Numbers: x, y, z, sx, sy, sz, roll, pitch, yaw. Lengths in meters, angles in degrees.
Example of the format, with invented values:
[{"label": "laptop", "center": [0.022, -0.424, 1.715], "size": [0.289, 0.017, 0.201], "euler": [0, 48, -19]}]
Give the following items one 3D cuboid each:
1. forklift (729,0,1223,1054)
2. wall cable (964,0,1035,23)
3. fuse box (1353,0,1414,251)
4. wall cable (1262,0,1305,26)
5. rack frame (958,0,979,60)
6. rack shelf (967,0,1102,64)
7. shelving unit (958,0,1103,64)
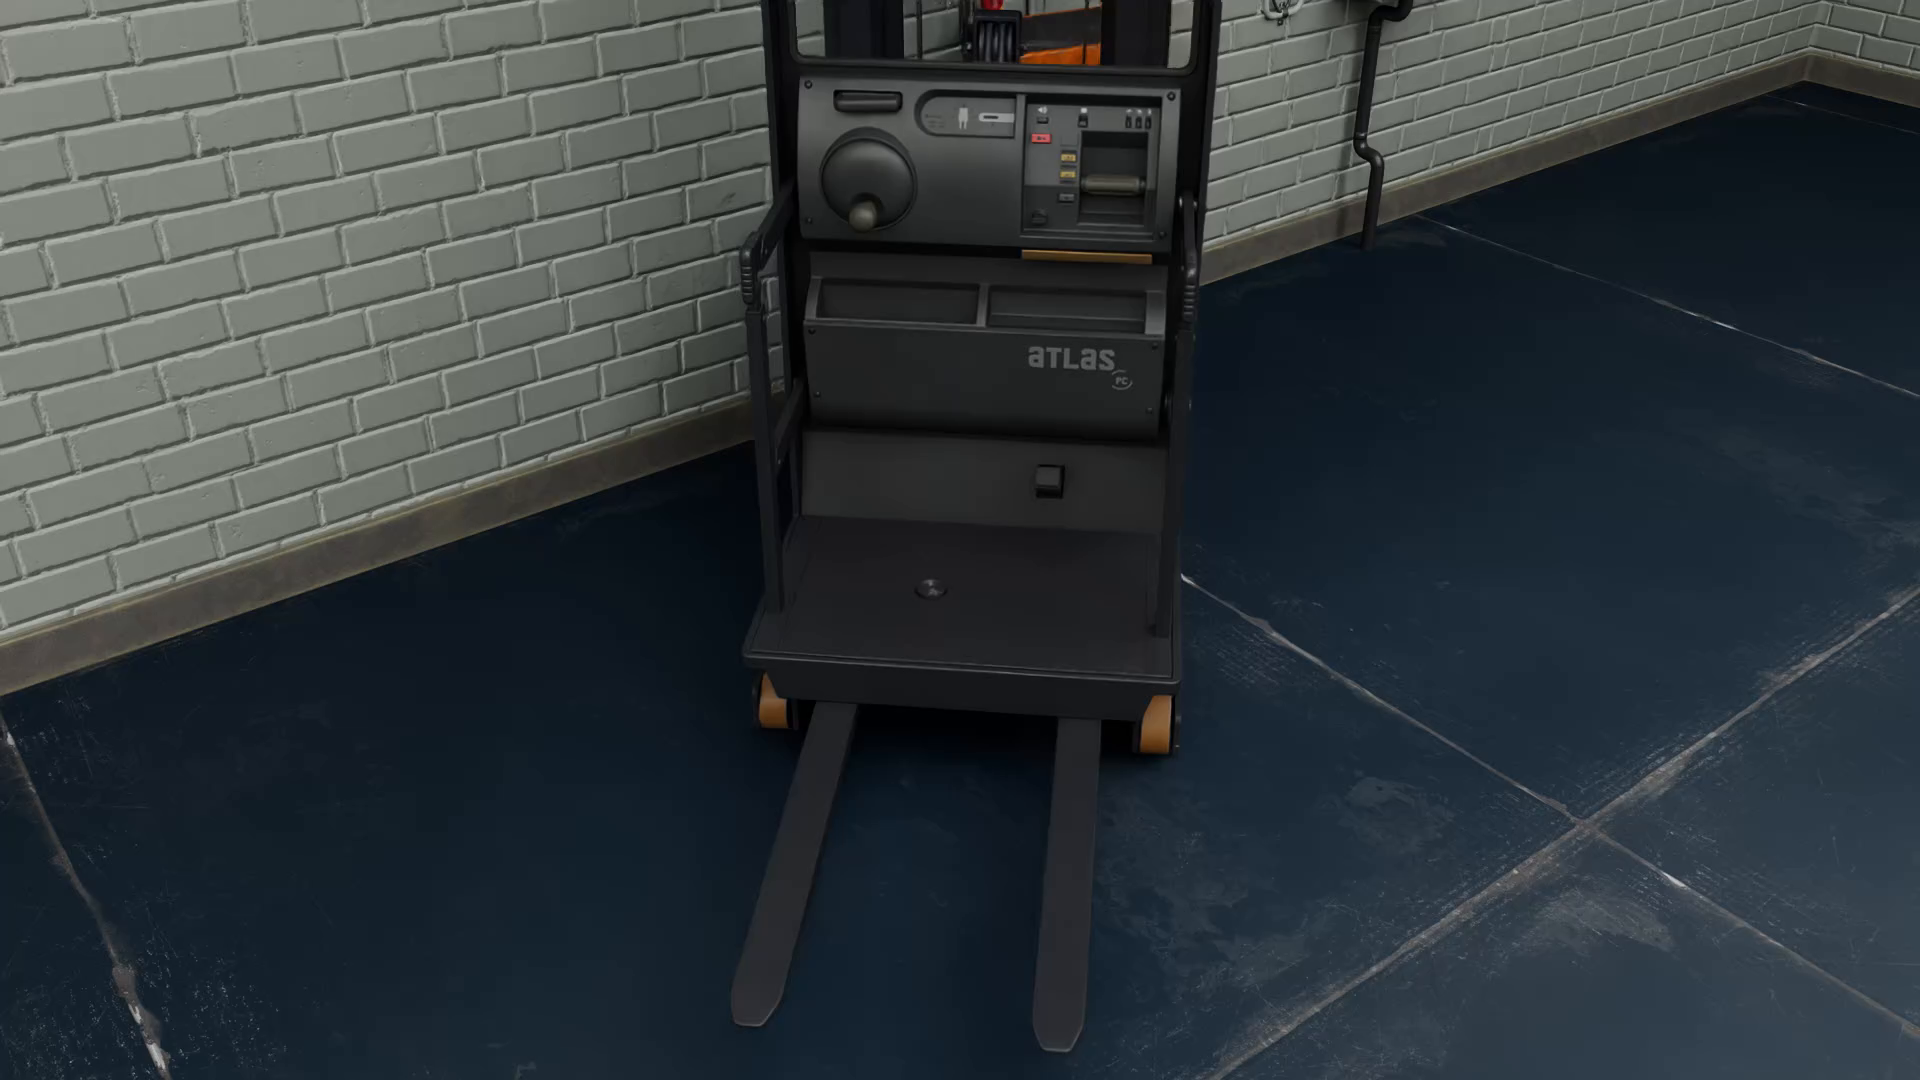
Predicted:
[{"label": "forklift", "center": [0.045, -0.874, 3.880], "size": [1.130, 2.935, 3.031], "euler": [3, 32, 5]}, {"label": "wall cable", "center": [0.077, -2.378, 5.243], "size": [0.585, 1.953, 0.123], "euler": [-22, 38, -31]}, {"label": "fuse box", "center": [1.826, -2.004, 6.856], "size": [0.539, 1.711, 0.414], "euler": [-22, 38, -31]}, {"label": "wall cable", "center": [1.191, -2.828, 5.998], "size": [0.588, 1.984, 0.122], "euler": [-22, 38, -31]}, {"label": "rack frame", "center": [0.052, -1.456, 5.545], "size": [0.015, 2.100, 0.400], "euler": [-8, 34, -4]}, {"label": "rack shelf", "center": [0.293, -1.480, 5.572], "size": [0.480, 0.518, 0.431], "euler": [-8, 34, -4]}, {"label": "shelving unit", "center": [0.292, -1.492, 5.564], "size": [0.503, 2.100, 0.431], "euler": [-8, 34, -4]}]
